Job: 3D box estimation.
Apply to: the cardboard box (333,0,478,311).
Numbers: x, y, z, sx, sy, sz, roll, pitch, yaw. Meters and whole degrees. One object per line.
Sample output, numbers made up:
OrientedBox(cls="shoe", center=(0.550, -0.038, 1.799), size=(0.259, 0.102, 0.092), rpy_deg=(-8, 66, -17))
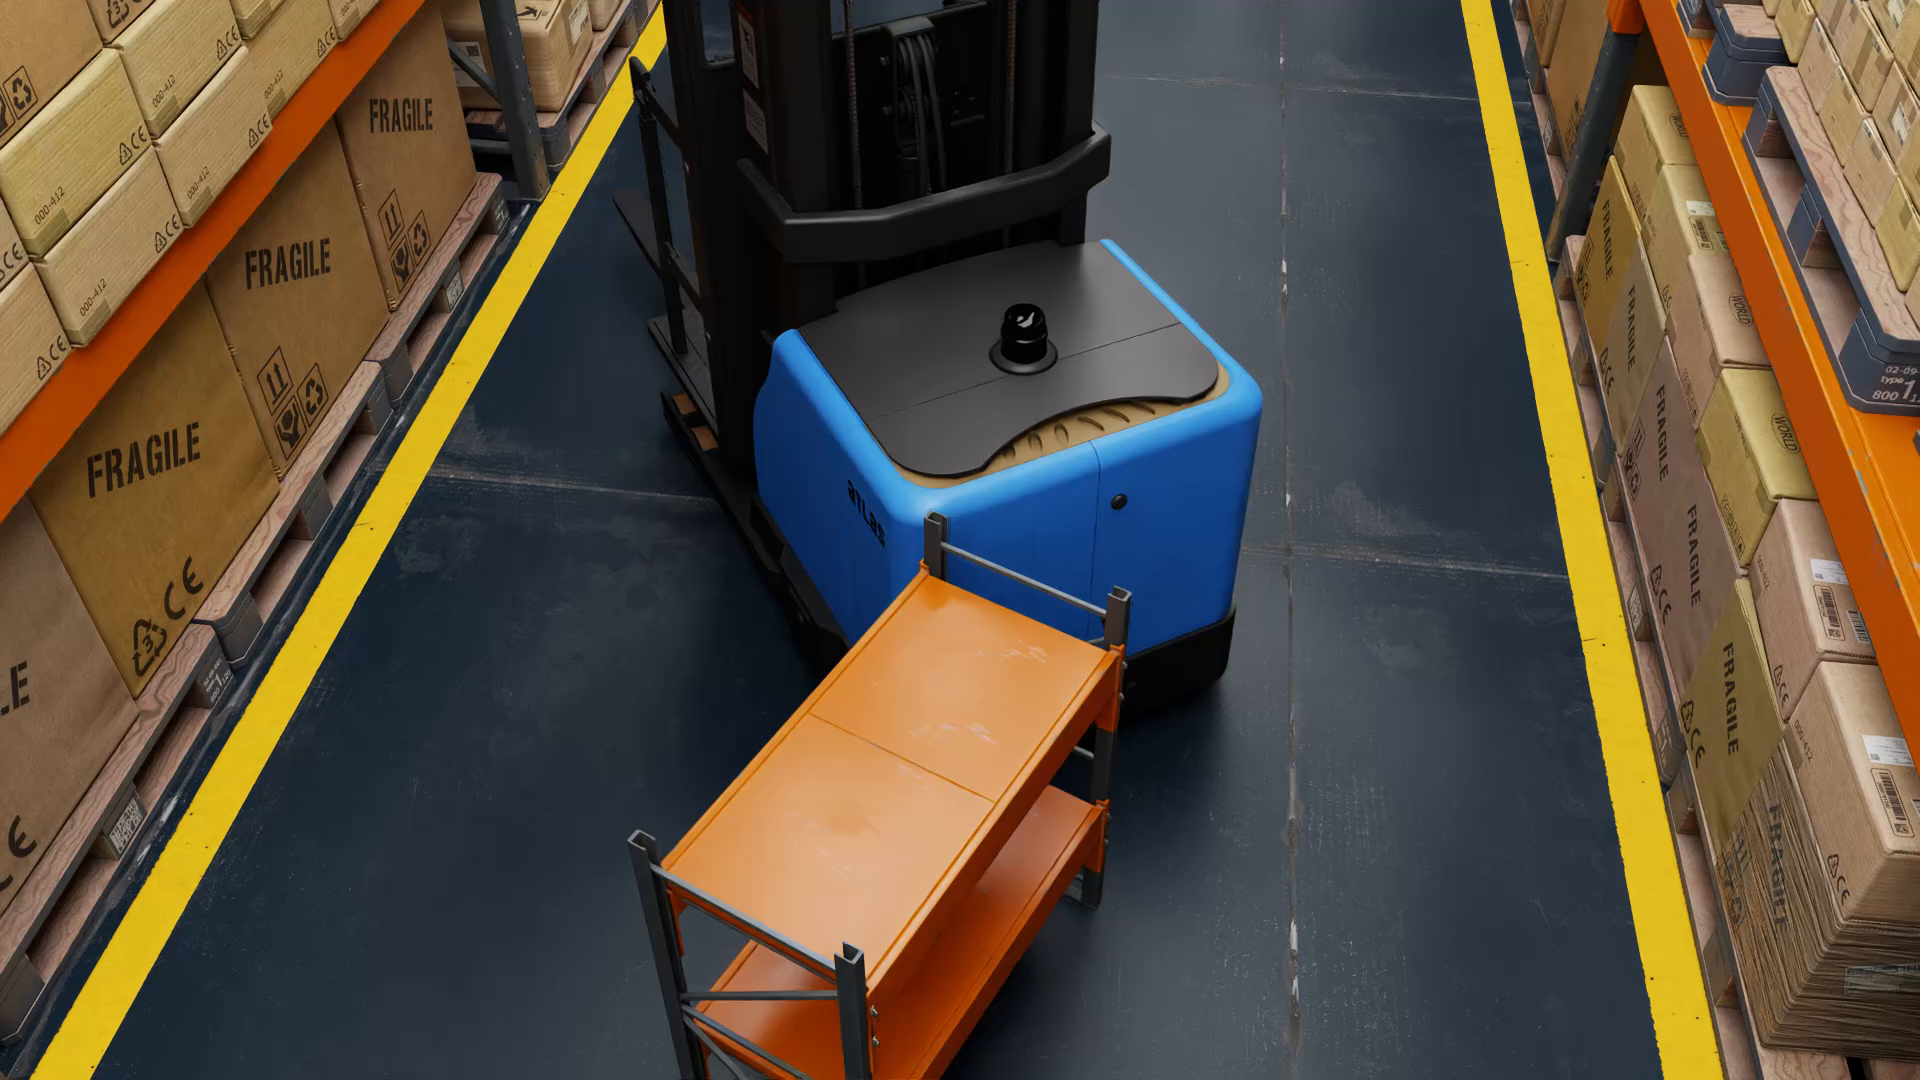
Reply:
OrientedBox(cls="cardboard box", center=(-2.338, -1.441, 5.830), size=(0.875, 0.875, 0.875), rpy_deg=(5, 44, 5))

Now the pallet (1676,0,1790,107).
OrientedBox(cls="pallet", center=(2.767, -1.577, 4.874), size=(1.213, 0.211, 1.003), rpy_deg=(5, 44, 6))

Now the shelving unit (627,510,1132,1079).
OrientedBox(cls="shelving unit", center=(-0.123, 0.738, 3.652), size=(0.538, 1.125, 1.048), rpy_deg=(23, 48, 22))

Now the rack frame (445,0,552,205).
OrientedBox(cls="rack frame", center=(-2.165, -2.523, 5.733), size=(1.000, 3.000, 0.127), rpy_deg=(5, 44, 6))

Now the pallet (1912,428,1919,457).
OrientedBox(cls="pallet", center=(2.472, 0.146, 3.054), size=(1.003, 0.211, 1.213), rpy_deg=(5, 44, 6))

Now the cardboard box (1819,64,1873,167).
OrientedBox(cls="cardboard box", center=(2.323, -1.013, 4.016), size=(0.380, 0.149, 0.250), rpy_deg=(6, 44, 6))

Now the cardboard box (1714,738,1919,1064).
OrientedBox(cls="cardboard box", center=(2.075, 0.812, 3.724), size=(0.500, 0.500, 0.500), rpy_deg=(4, 44, 5))

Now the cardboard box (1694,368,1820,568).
OrientedBox(cls="cardboard box", center=(2.211, -0.174, 4.220), size=(0.500, 0.250, 0.500), rpy_deg=(3, 44, 4))

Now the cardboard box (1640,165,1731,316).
OrientedBox(cls="cardboard box", center=(2.357, -0.866, 4.950), size=(0.500, 0.250, 0.500), rpy_deg=(5, 44, 5))

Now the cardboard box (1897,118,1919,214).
OrientedBox(cls="cardboard box", center=(2.254, -0.773, 3.546), size=(0.380, 0.149, 0.250), rpy_deg=(5, 44, 6))

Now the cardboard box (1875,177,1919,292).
OrientedBox(cls="cardboard box", center=(2.252, -0.654, 3.637), size=(0.380, 0.149, 0.250), rpy_deg=(7, 44, 7))

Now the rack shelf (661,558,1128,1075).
OrientedBox(cls="rack shelf", center=(-0.123, 0.526, 3.451), size=(0.538, 0.278, 1.000), rpy_deg=(23, 48, 22))

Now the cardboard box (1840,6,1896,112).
OrientedBox(cls="cardboard box", center=(2.324, -1.123, 3.915), size=(0.380, 0.149, 0.250), rpy_deg=(5, 44, 5))

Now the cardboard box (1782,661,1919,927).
OrientedBox(cls="cardboard box", center=(2.074, 0.536, 3.469), size=(0.500, 0.250, 0.500), rpy_deg=(4, 44, 4))

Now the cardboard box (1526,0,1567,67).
OrientedBox(cls="cardboard box", center=(3.037, -2.481, 7.019), size=(1.050, 0.750, 0.750), rpy_deg=(6, 44, 6))

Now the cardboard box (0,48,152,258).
OrientedBox(cls="cardboard box", center=(-2.222, -0.898, 3.762), size=(0.500, 0.250, 0.500), rpy_deg=(6, 44, 6))

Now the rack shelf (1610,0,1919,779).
OrientedBox(cls="rack shelf", center=(2.491, -0.518, 4.139), size=(1.077, 0.370, 4.000), rpy_deg=(5, 44, 6))

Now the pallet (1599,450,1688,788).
OrientedBox(cls="pallet", center=(2.487, 0.232, 4.852), size=(1.003, 0.211, 1.213), rpy_deg=(5, 44, 6))

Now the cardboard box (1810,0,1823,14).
OrientedBox(cls="cardboard box", center=(2.394, -1.461, 4.272), size=(0.380, 0.149, 0.250), rpy_deg=(5, 44, 6))

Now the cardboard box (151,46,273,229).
OrientedBox(cls="cardboard box", center=(-2.148, -1.059, 4.296), size=(0.500, 0.250, 0.500), rpy_deg=(5, 44, 5))

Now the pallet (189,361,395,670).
OrientedBox(cls="pallet", center=(-2.507, -0.151, 5.256), size=(1.003, 0.211, 1.213), rpy_deg=(5, 44, 6))

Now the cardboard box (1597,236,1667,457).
OrientedBox(cls="cardboard box", center=(2.346, -0.585, 5.199), size=(0.500, 0.500, 0.500), rpy_deg=(6, 44, 6))

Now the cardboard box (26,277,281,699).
OrientedBox(cls="cardboard box", center=(-2.579, -0.224, 4.545), size=(0.875, 0.875, 0.875), rpy_deg=(6, 44, 7))

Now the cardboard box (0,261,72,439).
OrientedBox(cls="cardboard box", center=(-2.307, -0.371, 3.570), size=(0.500, 0.250, 0.500), rpy_deg=(4, 44, 4))

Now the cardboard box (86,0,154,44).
OrientedBox(cls="cardboard box", center=(-2.180, -1.514, 3.867), size=(0.500, 0.500, 0.500), rpy_deg=(5, 44, 5))

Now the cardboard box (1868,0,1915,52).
OrientedBox(cls="cardboard box", center=(2.330, -1.226, 3.808), size=(0.380, 0.149, 0.250), rpy_deg=(6, 44, 7))

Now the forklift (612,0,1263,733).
OrientedBox(cls="forklift", center=(-0.343, -1.407, 4.604), size=(1.130, 2.935, 3.031), rpy_deg=(-19, 47, -19))

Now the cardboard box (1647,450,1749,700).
OrientedBox(cls="cardboard box", center=(2.215, 0.113, 4.462), size=(0.500, 0.500, 0.500), rpy_deg=(4, 44, 5))

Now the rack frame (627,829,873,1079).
OrientedBox(cls="rack frame", center=(-0.387, 1.037, 3.337), size=(0.500, 1.125, 0.032), rpy_deg=(23, 48, 22))

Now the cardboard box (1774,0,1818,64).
OrientedBox(cls="cardboard box", center=(2.391, -1.366, 4.388), size=(0.380, 0.149, 0.250), rpy_deg=(7, 44, 7))

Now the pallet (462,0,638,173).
OrientedBox(cls="pallet", center=(-2.060, -2.043, 7.254), size=(1.003, 0.211, 1.213), rpy_deg=(5, 44, 6))

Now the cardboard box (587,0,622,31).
OrientedBox(cls="cardboard box", center=(-1.990, -2.609, 7.430), size=(0.950, 0.372, 0.625), rpy_deg=(4, 44, 5))

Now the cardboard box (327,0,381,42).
OrientedBox(cls="cardboard box", center=(-2.026, -1.751, 5.027), size=(0.500, 0.250, 0.500), rpy_deg=(6, 44, 6))

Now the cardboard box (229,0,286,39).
OrientedBox(cls="cardboard box", center=(-2.088, -1.597, 4.500), size=(0.500, 0.250, 0.500), rpy_deg=(4, 44, 4))

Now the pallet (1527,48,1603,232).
OrientedBox(cls="pallet", center=(2.934, -1.660, 6.850), size=(1.003, 0.211, 1.213), rpy_deg=(5, 44, 6))
